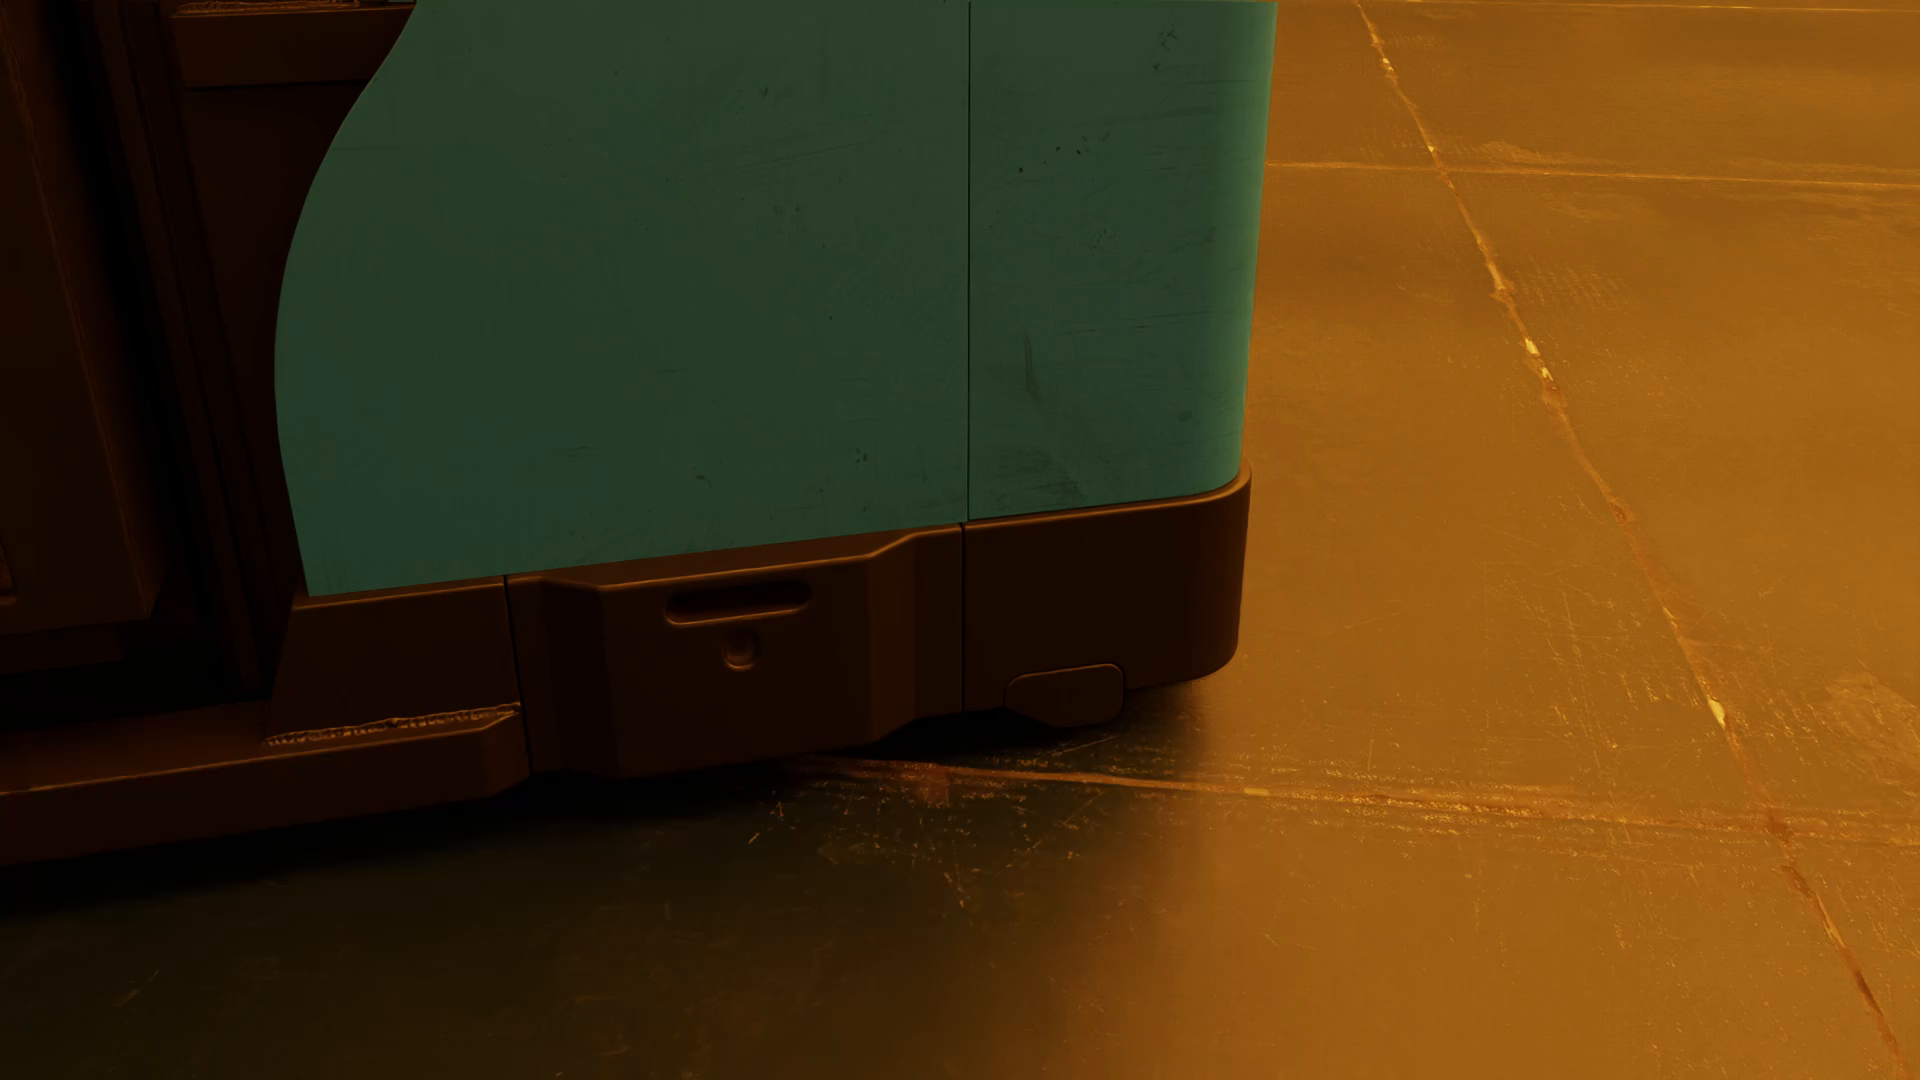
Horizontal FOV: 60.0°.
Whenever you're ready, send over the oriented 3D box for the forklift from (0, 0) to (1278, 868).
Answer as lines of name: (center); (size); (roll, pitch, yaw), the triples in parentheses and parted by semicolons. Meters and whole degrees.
forklift: (-1.228, -1.143, 1.509); (3.031, 2.935, 1.130); (-7, 27, -13)
